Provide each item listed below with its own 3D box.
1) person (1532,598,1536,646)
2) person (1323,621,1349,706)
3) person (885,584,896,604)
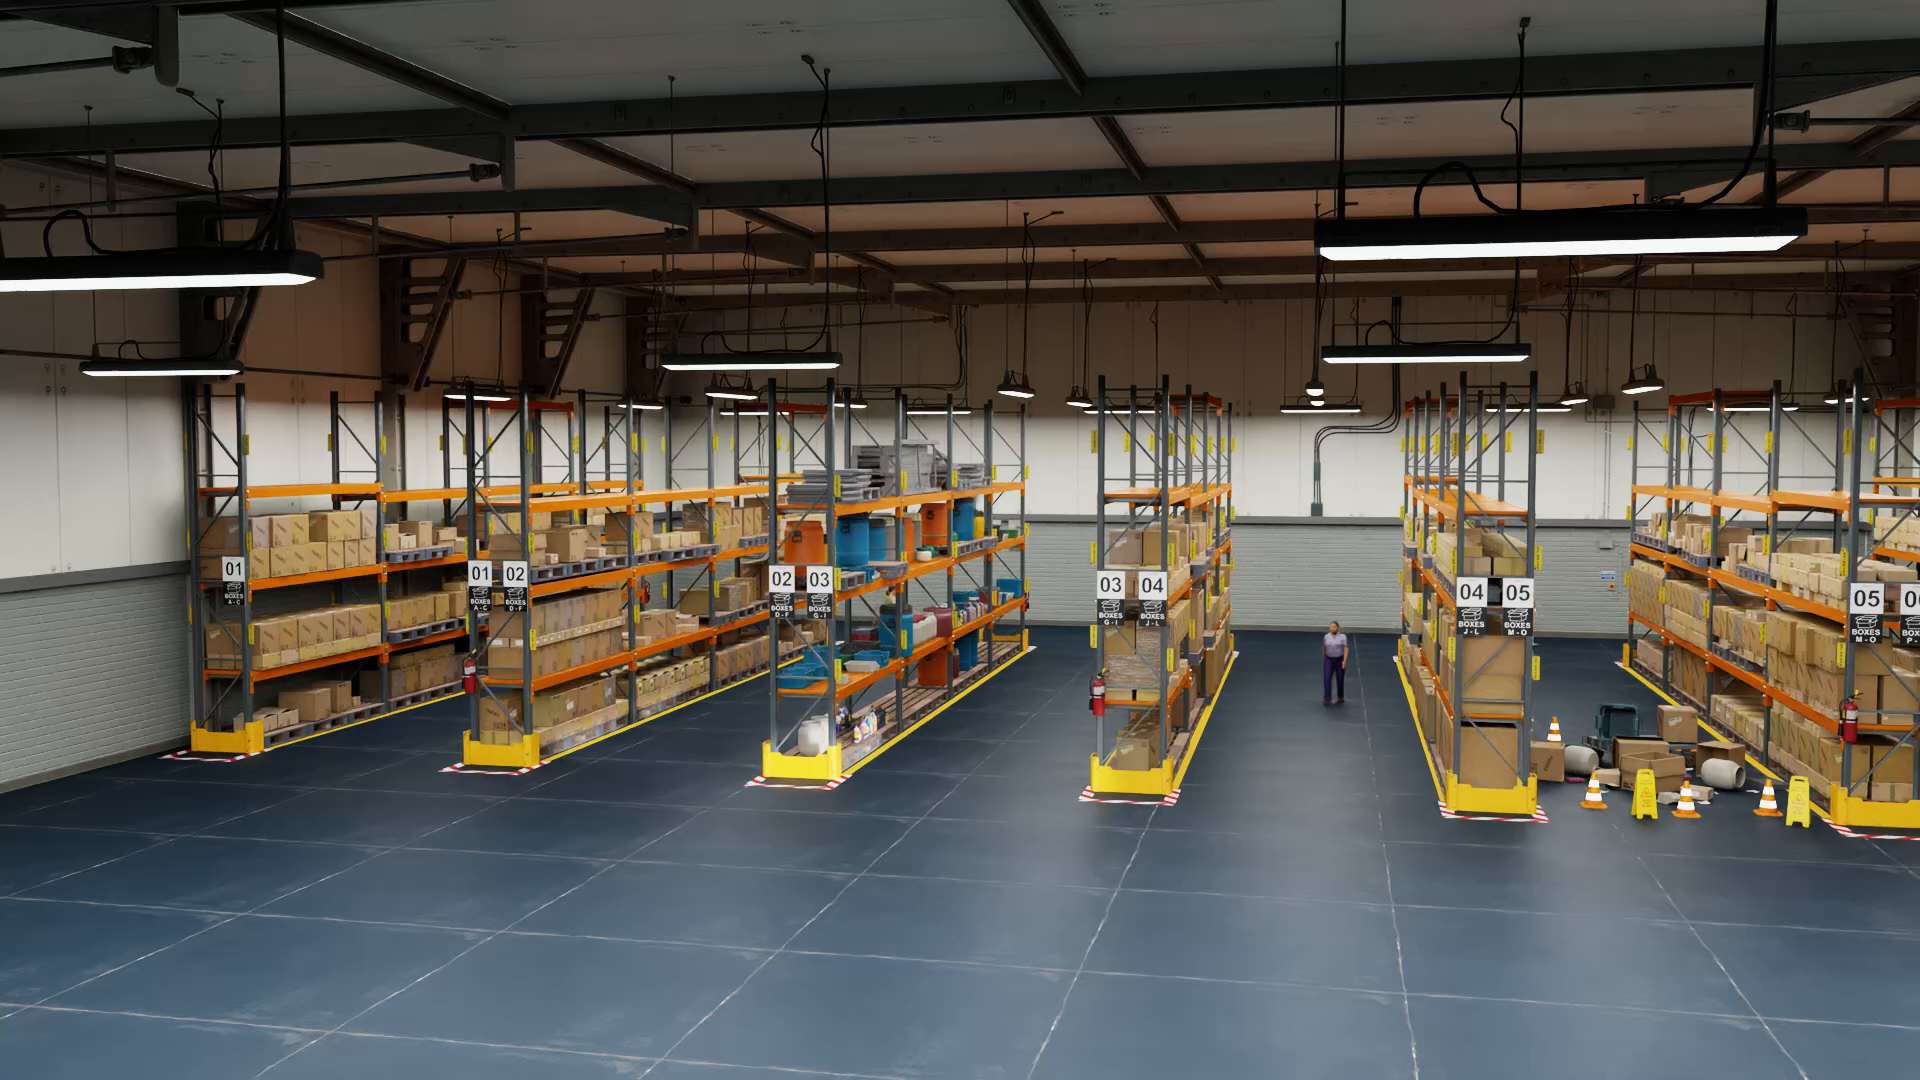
[{"bbox_3d":[14.083,1.746,41.584,0.593,1.765,0.924,-2,4,-26],"label":"person"},{"bbox_3d":[7.204,2.355,31.937,0.501,1.596,0.949,1,3,21],"label":"person"},{"bbox_3d":[-1.620,1.906,39.663,0.377,1.709,0.533,-2,4,-31],"label":"person"}]
